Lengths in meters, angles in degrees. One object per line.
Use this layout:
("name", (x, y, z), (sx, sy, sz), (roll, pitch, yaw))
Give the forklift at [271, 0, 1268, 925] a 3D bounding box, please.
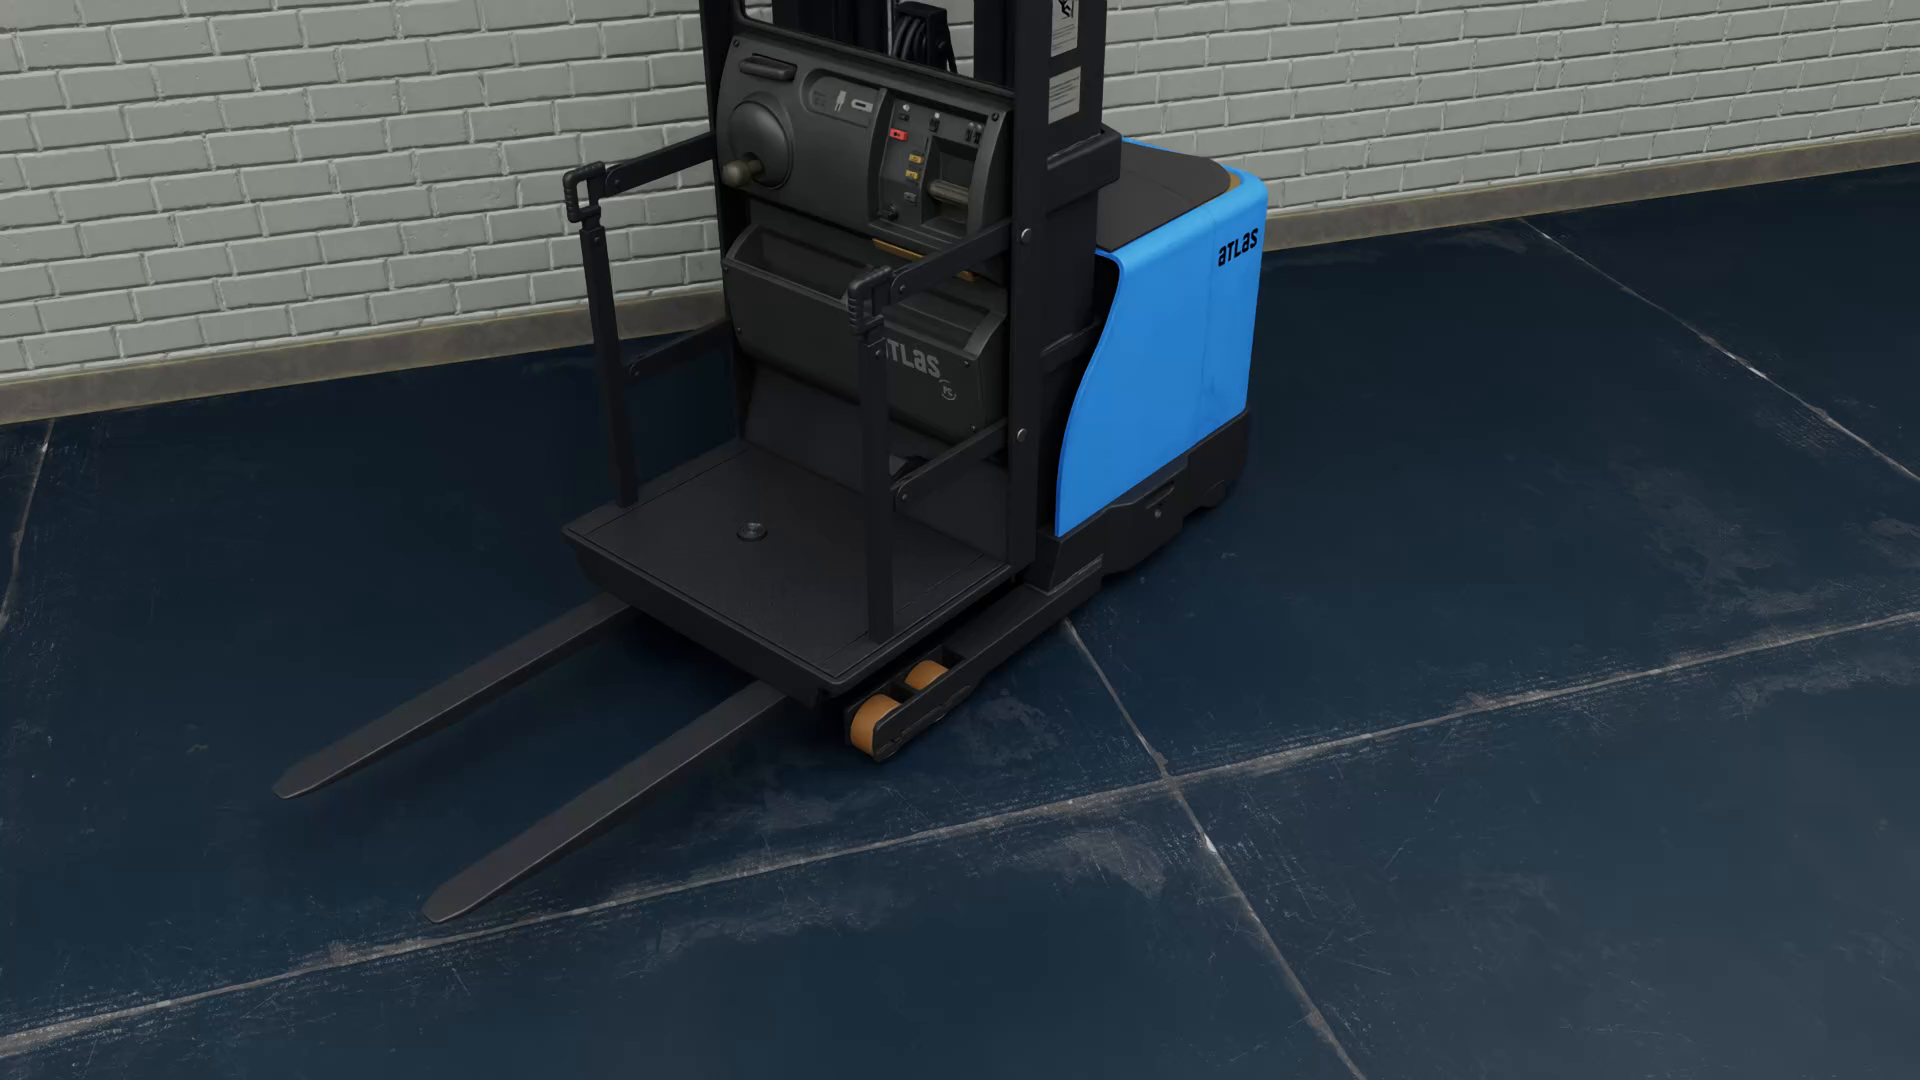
("forklift", (-0.404, -0.962, 4.047), (1.130, 2.935, 3.031), (25, 41, 33))
